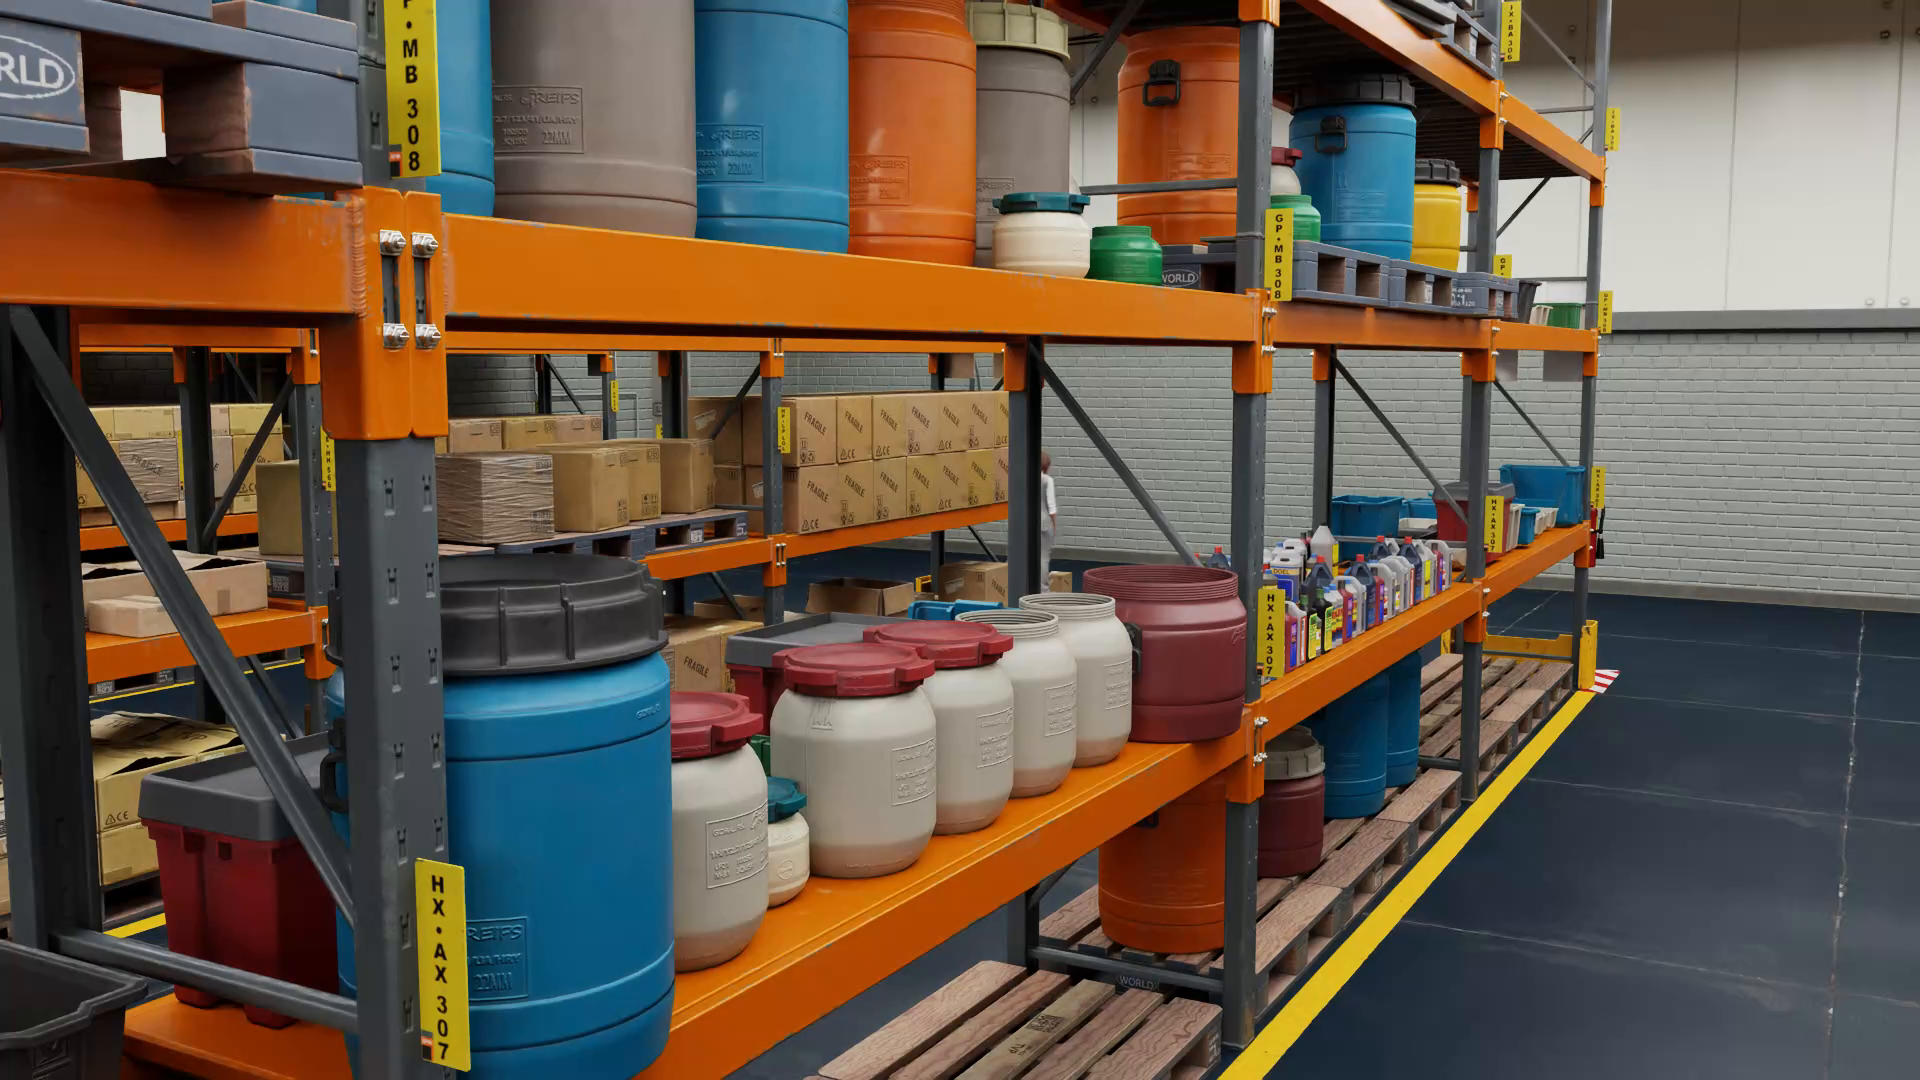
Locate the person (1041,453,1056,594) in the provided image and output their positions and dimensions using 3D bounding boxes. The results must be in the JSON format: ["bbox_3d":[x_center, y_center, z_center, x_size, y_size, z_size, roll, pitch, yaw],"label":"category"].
[{"bbox_3d":[0.839,-0.135,17.826,0.427,1.614,0.310,4,7,30],"label":"person"}]
